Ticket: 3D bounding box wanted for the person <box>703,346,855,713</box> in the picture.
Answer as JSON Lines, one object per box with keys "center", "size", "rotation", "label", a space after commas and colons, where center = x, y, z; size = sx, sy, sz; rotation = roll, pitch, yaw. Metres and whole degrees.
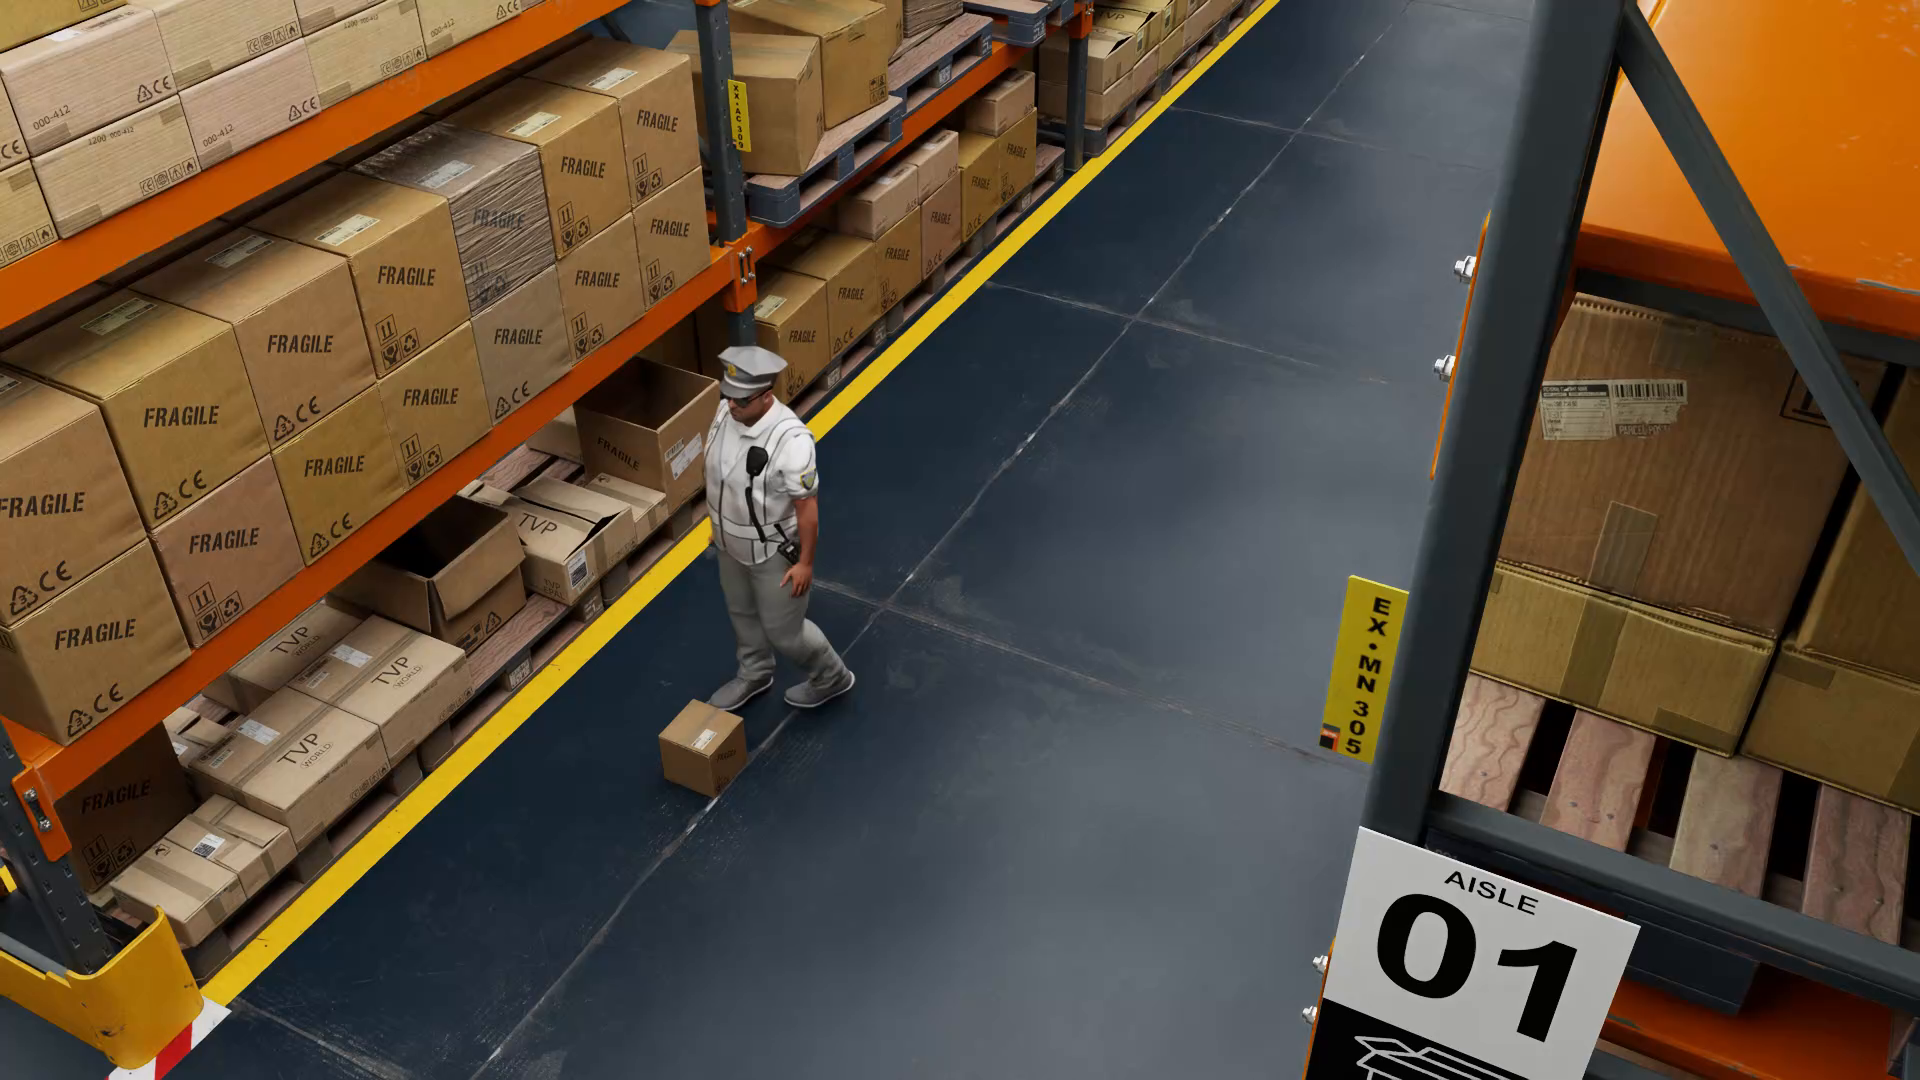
{"center": [-0.814, 0.004, 6.727], "size": [0.522, 1.777, 0.547], "rotation": [-31, 47, -34], "label": "person"}
